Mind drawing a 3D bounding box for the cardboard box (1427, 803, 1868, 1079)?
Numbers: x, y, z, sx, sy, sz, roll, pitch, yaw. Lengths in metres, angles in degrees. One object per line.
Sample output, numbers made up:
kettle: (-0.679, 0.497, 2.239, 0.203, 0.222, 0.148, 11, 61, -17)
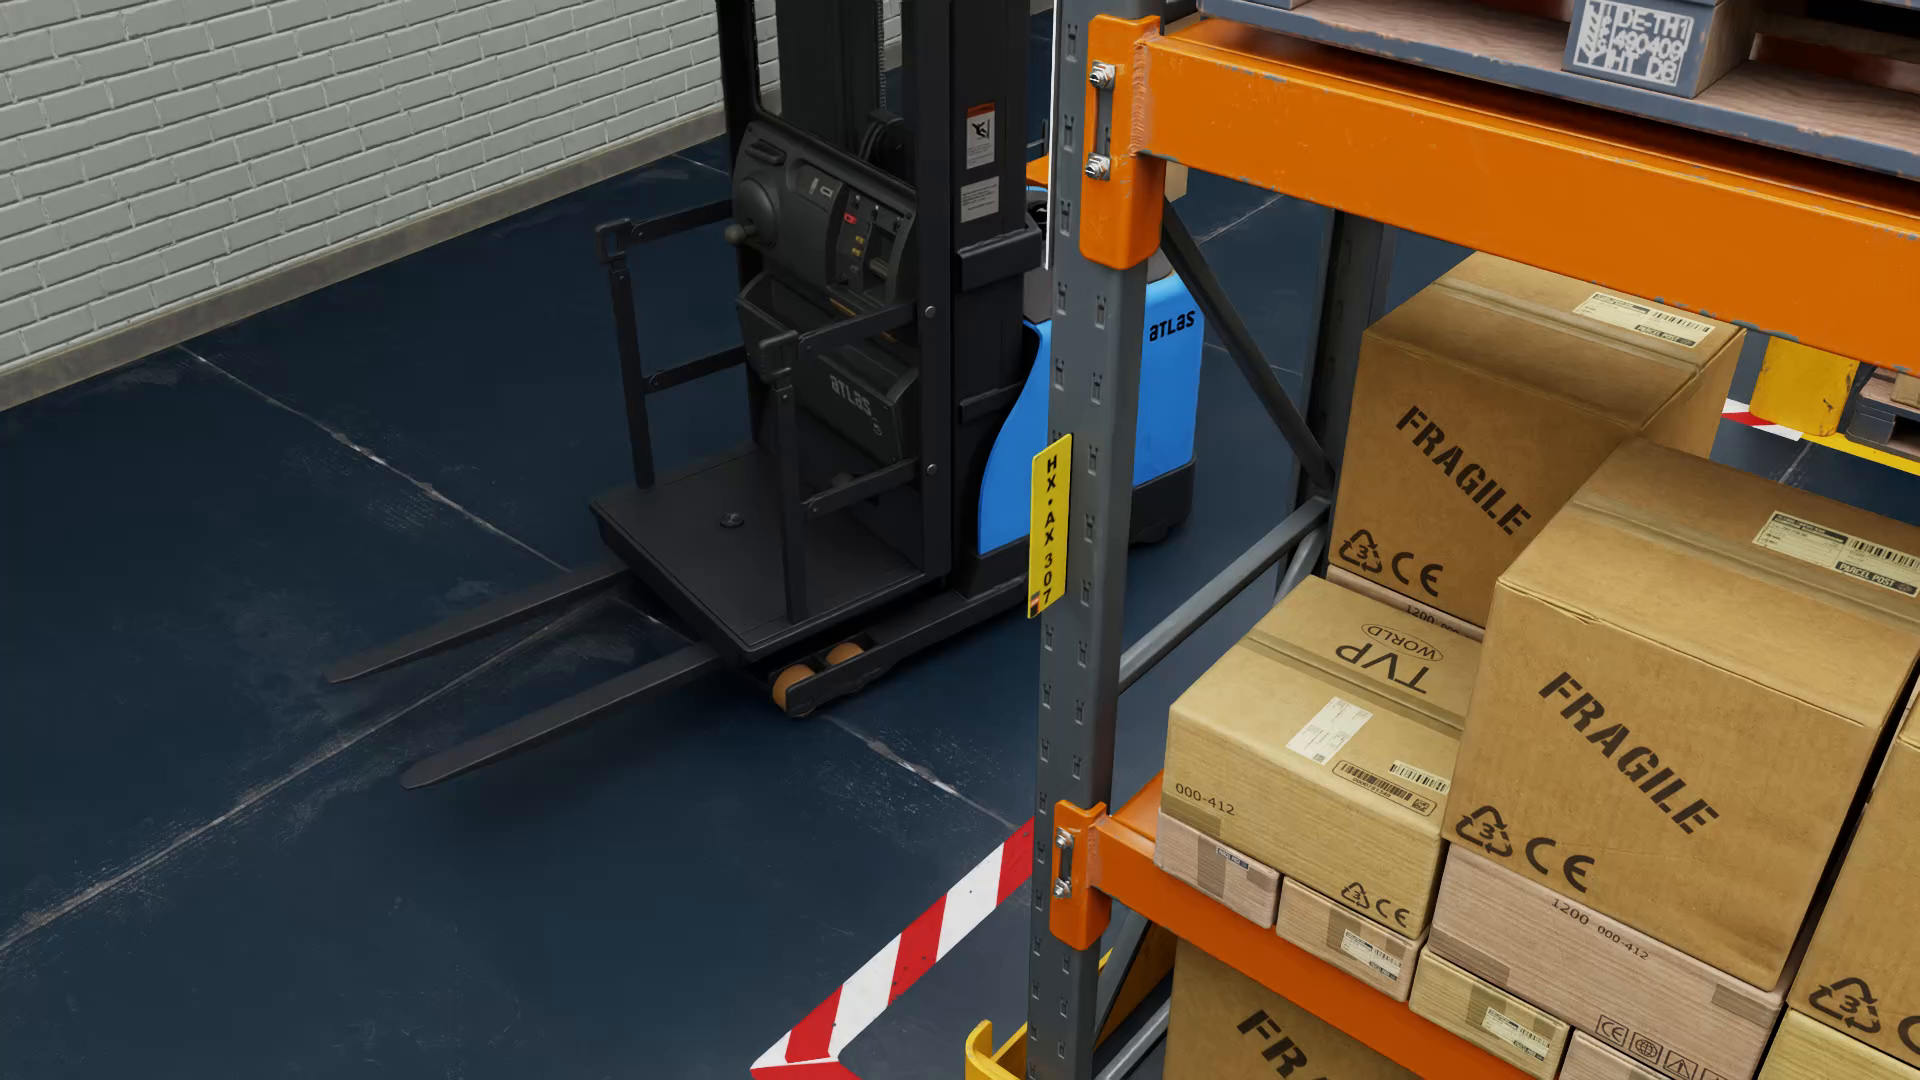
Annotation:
cardboard box: (1.110, 0.547, 2.674, 0.500, 0.250, 0.500, 25, 41, 31)

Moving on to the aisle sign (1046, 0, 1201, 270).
aisle sign: (0.262, -0.837, 2.522, 0.004, 0.787, 0.394, 25, 42, 32)

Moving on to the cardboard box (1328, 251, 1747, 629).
cardboard box: (1.052, -0.177, 3.066, 0.500, 0.500, 0.500, 26, 42, 32)

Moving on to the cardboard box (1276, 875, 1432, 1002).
cardboard box: (0.769, 0.599, 2.951, 0.250, 0.149, 0.380, 25, 41, 31)

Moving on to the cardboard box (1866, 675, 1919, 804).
cardboard box: (1.441, 0.314, 3.013, 0.500, 0.250, 0.500, 24, 41, 31)

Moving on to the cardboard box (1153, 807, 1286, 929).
cardboard box: (0.571, 0.506, 3.085, 0.250, 0.149, 0.380, 26, 42, 32)

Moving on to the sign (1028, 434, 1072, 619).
sign: (0.150, -0.020, 2.794, 0.005, 0.325, 0.100, 25, 42, 32)

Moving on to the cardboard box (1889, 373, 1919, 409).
cardboard box: (3.959, -0.660, 6.708, 0.250, 0.149, 0.380, 26, 42, 33)

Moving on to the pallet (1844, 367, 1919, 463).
pallet: (4.421, -0.504, 6.797, 1.213, 0.211, 1.003, 25, 42, 32)

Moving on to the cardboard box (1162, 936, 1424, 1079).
cardboard box: (1.053, 1.030, 3.606, 0.875, 0.875, 0.875, 25, 42, 32)

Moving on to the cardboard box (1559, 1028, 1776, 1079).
cardboard box: (1.168, 0.785, 2.679, 0.250, 0.149, 0.380, 25, 41, 31)

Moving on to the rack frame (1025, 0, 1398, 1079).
rack frame: (0.510, 0.131, 3.410, 0.127, 3.000, 1.000, 25, 42, 32)

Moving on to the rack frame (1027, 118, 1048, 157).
rack frame: (0.257, -1.115, 6.812, 0.015, 1.200, 0.240, 29, 44, 35)

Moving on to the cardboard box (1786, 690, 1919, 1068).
cardboard box: (1.492, 0.418, 2.199, 0.500, 0.500, 0.500, 24, 41, 31)

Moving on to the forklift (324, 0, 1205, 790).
forklift: (-0.603, -0.973, 5.078, 3.031, 2.935, 1.130, -23, 41, -30)

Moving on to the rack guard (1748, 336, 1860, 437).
rack guard: (3.819, -0.933, 7.167, 0.348, 0.500, 1.175, 25, 42, 32)

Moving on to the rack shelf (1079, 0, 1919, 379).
rack shelf: (2.047, -0.085, 1.710, 4.000, 0.370, 1.077, 25, 42, 32)

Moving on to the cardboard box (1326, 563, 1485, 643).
cardboard box: (1.052, 0.130, 3.281, 0.500, 0.250, 0.500, 25, 41, 31)

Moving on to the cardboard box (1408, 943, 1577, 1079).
cardboard box: (0.966, 0.691, 2.816, 0.250, 0.149, 0.380, 24, 41, 31)

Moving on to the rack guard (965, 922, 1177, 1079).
rack guard: (0.491, 1.152, 4.130, 0.348, 0.500, 1.175, 25, 42, 32)

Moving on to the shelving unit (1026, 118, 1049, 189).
shelving unit: (0.431, -1.018, 6.671, 0.503, 1.200, 0.258, 29, 44, 35)

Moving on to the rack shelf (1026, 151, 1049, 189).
rack shelf: (0.433, -1.343, 6.450, 0.480, 0.148, 0.258, 29, 44, 35)

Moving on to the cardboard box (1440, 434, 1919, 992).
cardboard box: (1.090, 0.233, 2.468, 0.500, 0.500, 0.500, 24, 41, 31)

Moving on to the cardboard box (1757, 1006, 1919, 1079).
cardboard box: (1.493, 0.730, 2.407, 0.500, 0.250, 0.500, 24, 41, 30)

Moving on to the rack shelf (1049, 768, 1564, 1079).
rack shelf: (2.047, 1.152, 2.559, 4.000, 0.370, 1.077, 25, 42, 32)

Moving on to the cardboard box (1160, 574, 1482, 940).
cardboard box: (0.706, 0.361, 2.944, 0.500, 0.250, 0.500, 24, 41, 31)

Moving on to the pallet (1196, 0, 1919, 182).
pallet: (1.087, -0.805, 2.201, 1.213, 0.211, 1.003, 25, 42, 32)
